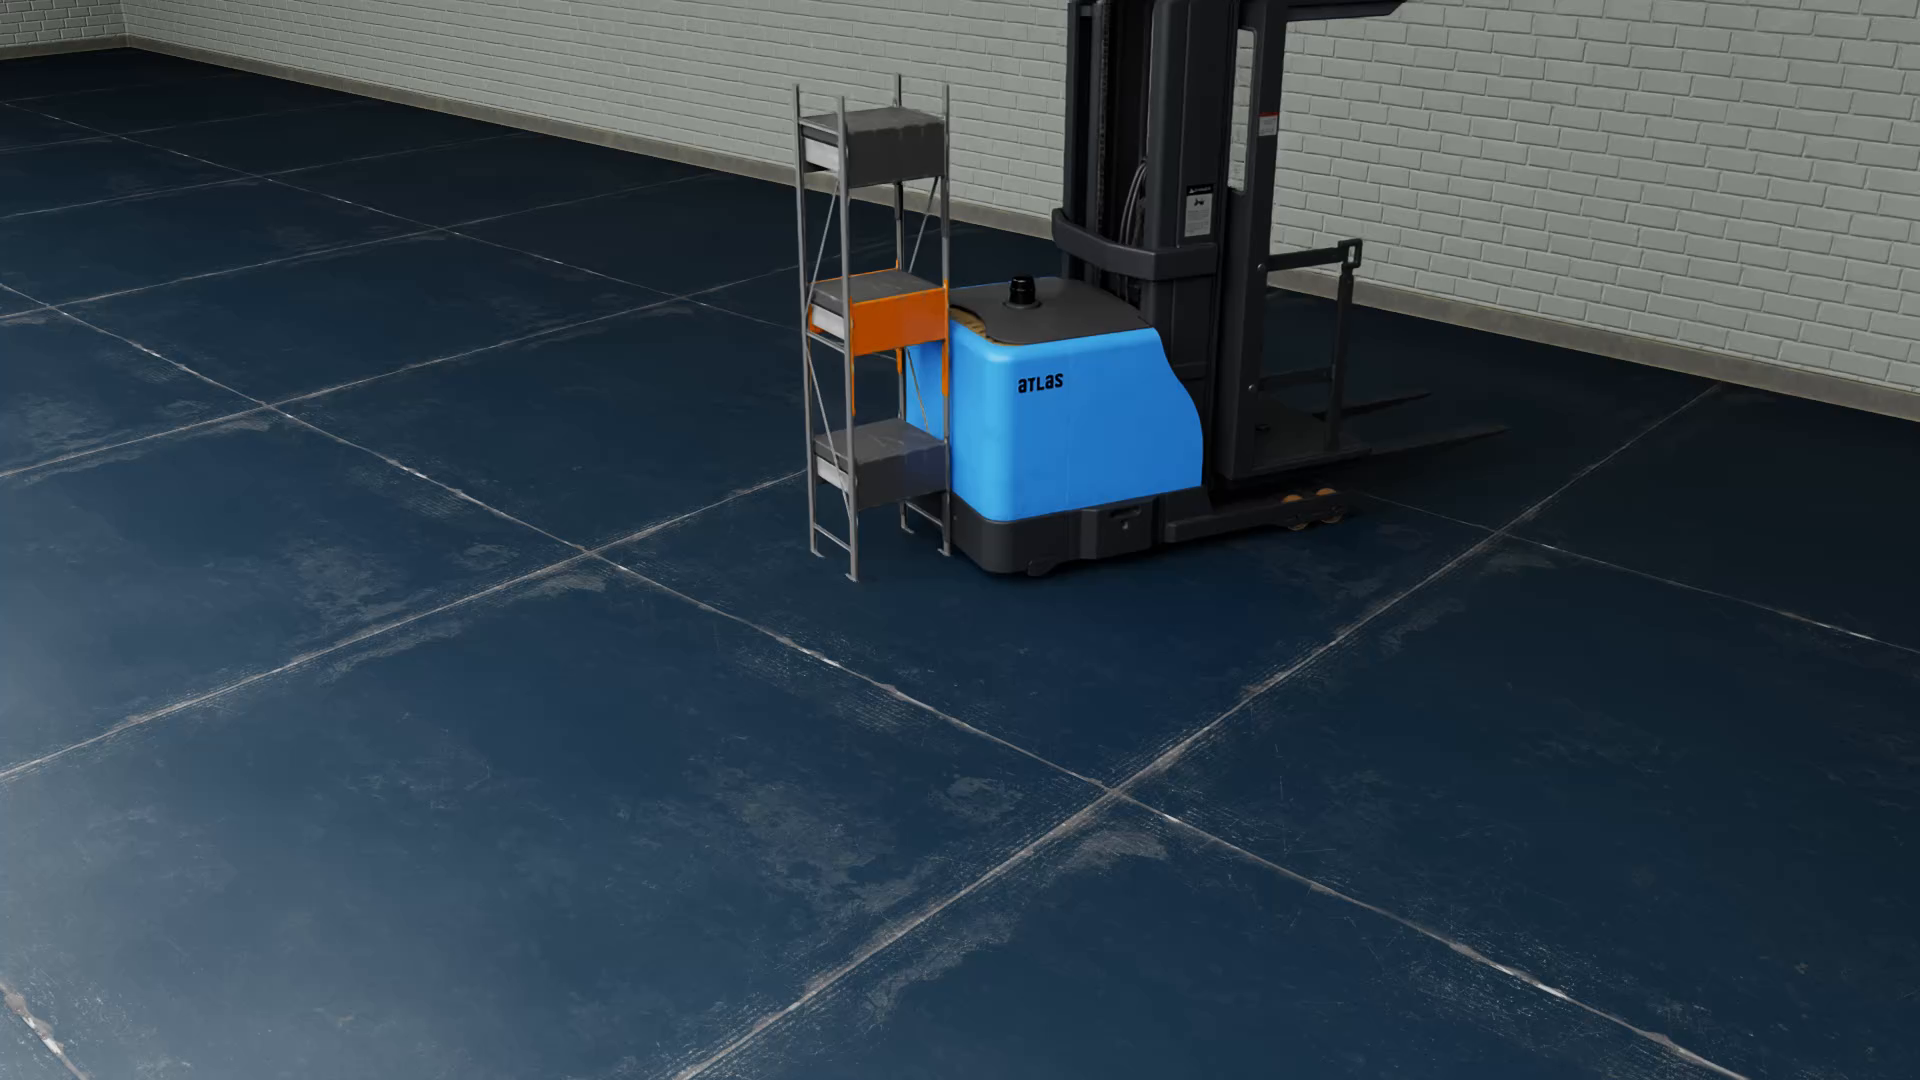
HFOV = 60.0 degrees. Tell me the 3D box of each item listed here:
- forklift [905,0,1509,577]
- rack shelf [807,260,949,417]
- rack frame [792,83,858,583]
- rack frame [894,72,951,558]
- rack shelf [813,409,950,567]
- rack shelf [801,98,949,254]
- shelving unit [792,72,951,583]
[{"bbox_3d":[1.289,-1.567,7.662,3.031,2.935,1.130,-11,26,-23],"label":"forklift"},{"bbox_3d":[-0.363,-0.879,7.178,0.480,0.518,0.431,-15,28,-30],"label":"rack shelf"},{"bbox_3d":[-0.566,-0.836,7.049,0.015,2.100,0.400,-15,28,-30],"label":"rack frame"},{"bbox_3d":[-0.160,-0.947,7.296,0.015,2.100,0.400,-15,28,-30],"label":"rack frame"},{"bbox_3d":[-0.363,-0.241,7.464,0.480,0.518,0.431,-15,28,-30],"label":"rack shelf"},{"bbox_3d":[-0.363,-1.518,6.892,0.480,0.518,0.431,-15,28,-30],"label":"rack shelf"},{"bbox_3d":[-0.363,-0.892,7.172,0.503,2.100,0.431,-15,28,-30],"label":"shelving unit"}]
